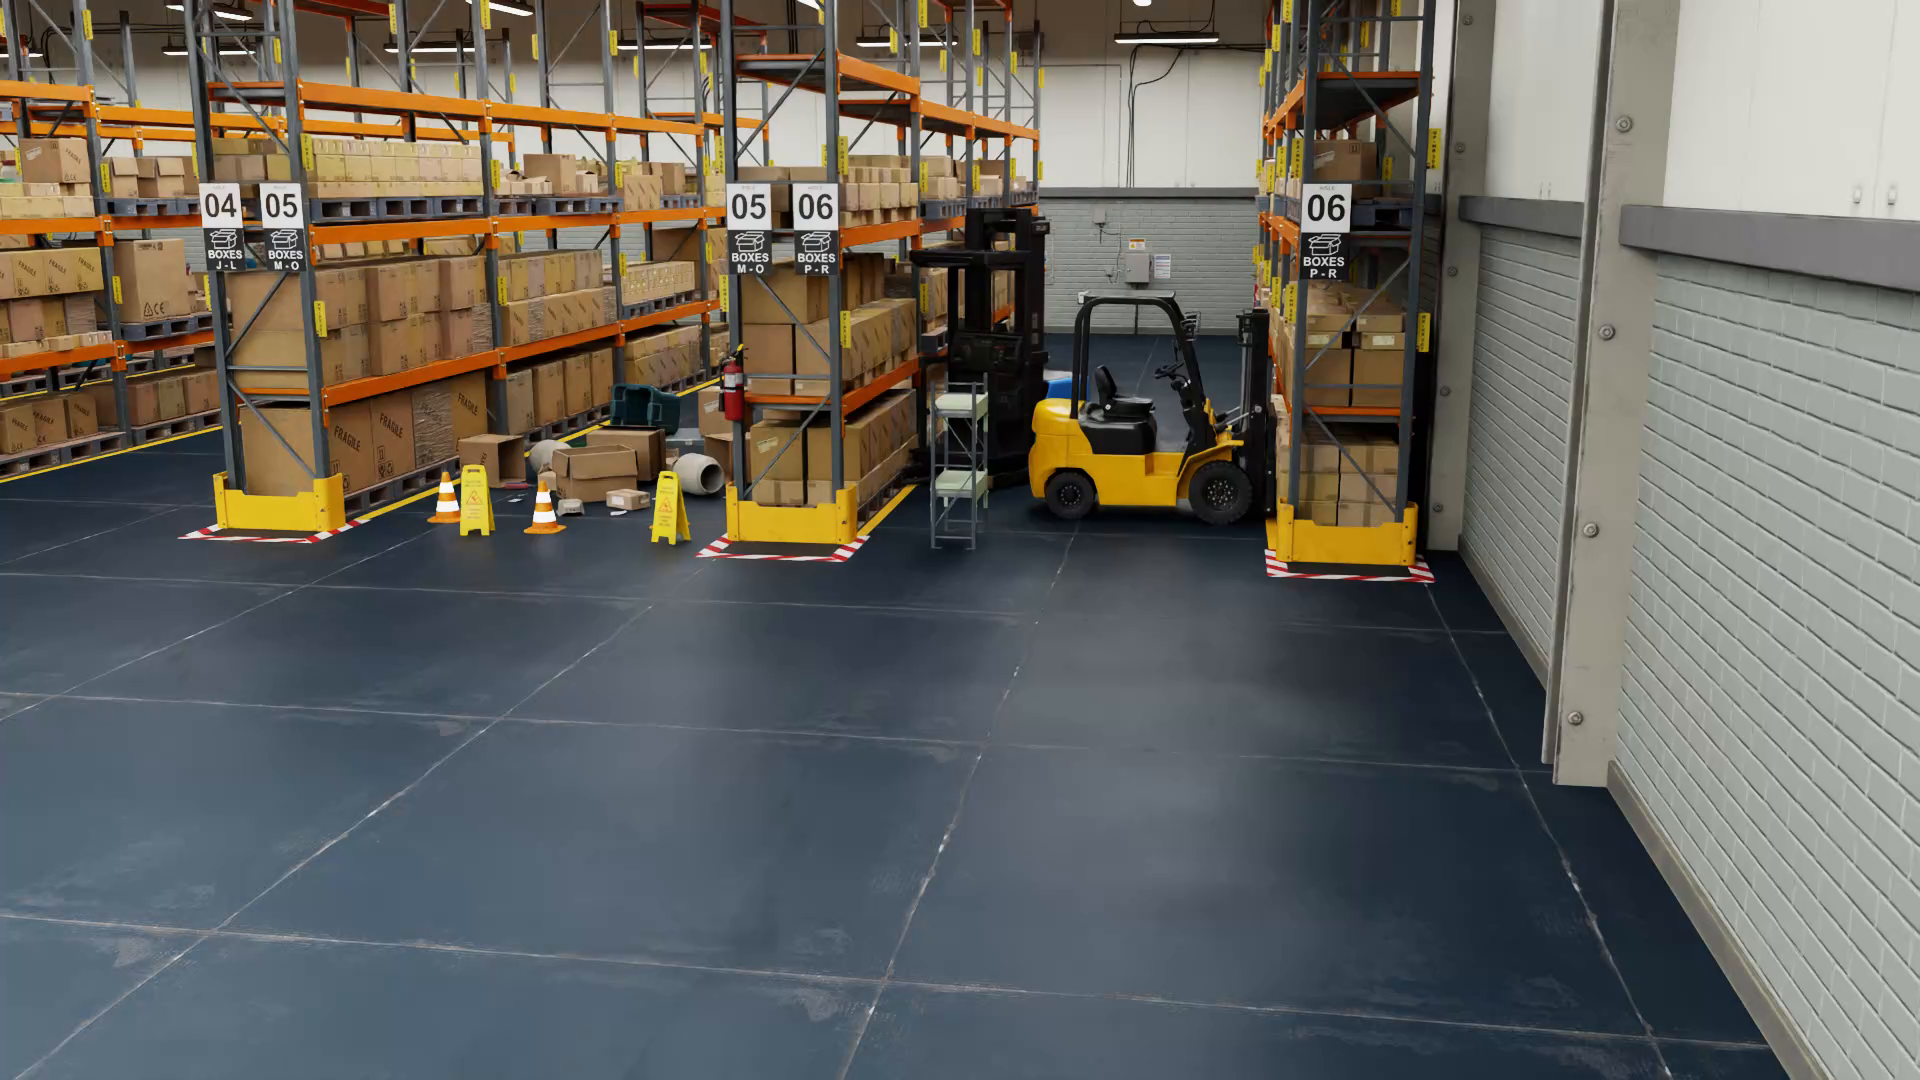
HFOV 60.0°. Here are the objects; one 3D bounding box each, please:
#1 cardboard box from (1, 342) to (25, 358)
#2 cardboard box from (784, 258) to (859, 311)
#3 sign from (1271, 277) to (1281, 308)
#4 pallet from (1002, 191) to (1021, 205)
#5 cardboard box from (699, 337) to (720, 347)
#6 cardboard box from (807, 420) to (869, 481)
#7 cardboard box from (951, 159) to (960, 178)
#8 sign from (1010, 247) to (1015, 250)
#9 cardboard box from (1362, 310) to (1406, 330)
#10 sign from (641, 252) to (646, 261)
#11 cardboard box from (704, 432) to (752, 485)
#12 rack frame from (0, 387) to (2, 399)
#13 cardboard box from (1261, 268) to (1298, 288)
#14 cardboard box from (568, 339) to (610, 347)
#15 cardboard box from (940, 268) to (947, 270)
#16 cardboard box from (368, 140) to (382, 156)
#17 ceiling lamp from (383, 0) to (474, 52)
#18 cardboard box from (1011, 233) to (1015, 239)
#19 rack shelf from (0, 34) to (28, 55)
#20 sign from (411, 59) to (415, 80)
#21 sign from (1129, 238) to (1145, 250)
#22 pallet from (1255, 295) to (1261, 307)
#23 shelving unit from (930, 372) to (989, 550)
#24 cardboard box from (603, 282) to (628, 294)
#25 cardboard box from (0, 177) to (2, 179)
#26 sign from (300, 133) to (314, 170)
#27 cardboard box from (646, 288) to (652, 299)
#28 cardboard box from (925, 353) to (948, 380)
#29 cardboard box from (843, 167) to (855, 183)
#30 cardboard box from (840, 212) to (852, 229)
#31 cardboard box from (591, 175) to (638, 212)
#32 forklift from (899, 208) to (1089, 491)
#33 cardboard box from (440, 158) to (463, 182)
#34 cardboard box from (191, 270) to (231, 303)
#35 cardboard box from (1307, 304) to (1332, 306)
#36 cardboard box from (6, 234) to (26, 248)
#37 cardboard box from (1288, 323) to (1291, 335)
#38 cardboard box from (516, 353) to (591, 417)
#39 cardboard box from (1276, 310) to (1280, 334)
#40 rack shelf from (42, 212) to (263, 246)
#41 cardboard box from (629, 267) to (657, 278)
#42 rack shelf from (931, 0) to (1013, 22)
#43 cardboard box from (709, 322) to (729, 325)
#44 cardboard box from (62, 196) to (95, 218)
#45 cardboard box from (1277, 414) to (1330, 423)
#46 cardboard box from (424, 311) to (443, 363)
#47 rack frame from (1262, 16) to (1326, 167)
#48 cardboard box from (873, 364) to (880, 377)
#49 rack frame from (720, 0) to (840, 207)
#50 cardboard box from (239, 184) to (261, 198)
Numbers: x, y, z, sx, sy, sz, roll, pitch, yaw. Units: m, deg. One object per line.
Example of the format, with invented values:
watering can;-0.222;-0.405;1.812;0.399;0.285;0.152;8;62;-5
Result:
cardboard box;-10.720;-2.128;18.603;0.380;0.149;0.250;2;12;9
cardboard box;-1.417;-2.574;16.757;0.700;0.500;0.500;2;12;8
sign;3.427;-2.679;18.001;0.100;0.325;0.005;2;12;9
pallet;0.426;-5.554;26.994;1.003;0.211;1.213;2;12;9
cardboard box;-4.258;-3.324;27.911;0.380;0.149;0.250;3;12;11
cardboard box;-1.155;-0.855;15.848;0.500;0.500;0.500;1;12;7
cardboard box;-0.416;-4.934;22.664;0.797;0.503;0.637;1;12;5
sign;0.828;-4.473;26.326;0.100;0.325;0.005;2;12;9
cardboard box;3.715;-1.931;14.608;0.380;0.149;0.250;2;12;11
sign;-5.154;-4.540;27.142;0.100;0.325;0.005;2;12;9
cardboard box;-2.450;-0.897;18.217;0.500;0.500;0.500;-10;16;-40
rack frame;-15.011;-3.610;24.883;1.000;3.000;0.127;2;12;9
cardboard box;4.648;-3.570;23.455;0.797;0.503;0.637;2;12;7
cardboard box;-5.386;-2.769;24.135;0.500;0.250;0.500;2;12;7
cardboard box;-0.351;-3.098;20.566;0.500;0.500;0.500;1;12;6
cardboard box;-5.939;-3.861;16.396;0.380;0.149;0.250;2;12;8
ceiling lamp;-10.880;-11.539;33.578;2.000;3.185;0.800;2;12;9
cardboard box;0.715;-5.032;27.328;0.380;0.149;0.250;2;12;8
rack shelf;-18.982;-9.226;30.521;1.077;0.370;4.000;2;12;9
sign;-8.964;-7.696;27.193;0.100;0.325;0.005;2;12;9
sign;3.780;-6.319;35.491;0.339;0.242;0.001;2;12;9
pallet;4.964;-3.545;25.034;1.003;0.211;1.213;2;12;9
shelving unit;-0.001;-0.732;15.086;0.431;1.500;0.755;2;12;9
cardboard box;-4.959;-3.590;23.683;0.380;0.149;0.250;2;12;11
cardboard box;-18.578;-6.855;31.988;0.500;0.250;0.500;2;12;9
sign;-5.915;-3.516;15.062;0.100;0.325;0.005;2;12;9
cardboard box;-4.803;-3.661;24.717;0.380;0.149;0.250;2;12;11
cardboard box;-0.137;-2.437;23.483;0.875;0.875;0.875;2;12;8
cardboard box;-1.177;-3.367;15.338;0.380;0.149;0.250;2;12;9
cardboard box;-1.184;-2.866;14.903;0.380;0.149;0.250;2;12;9
cardboard box;-4.881;-4.894;23.480;0.500;0.500;0.500;2;12;9
forklift;0.151;-2.074;17.918;1.130;2.935;3.031;10;16;38
cardboard box;-5.747;-4.012;18.043;0.500;0.250;0.500;2;12;8
cardboard box;-10.148;-3.471;23.002;0.700;0.500;0.500;4;13;17
cardboard box;3.259;-2.111;15.443;0.380;0.149;0.250;2;12;10
cardboard box;-18.548;-5.768;32.284;0.500;0.500;0.500;2;12;10
cardboard box;3.299;-2.019;15.719;0.380;0.149;0.250;2;12;9
cardboard box;-5.546;-2.068;22.068;1.050;0.750;0.750;2;12;10
cardboard box;3.788;-2.418;18.518;0.500;0.250;0.500;2;12;7
rack shelf;-10.425;-4.148;21.966;1.077;0.370;4.000;2;12;9
cardboard box;-4.769;-4.005;24.902;0.380;0.149;0.250;2;12;10
rack shelf;-0.018;-7.751;23.674;1.077;0.370;4.000;2;12;9
cardboard box;-4.418;-3.938;30.761;0.380;0.149;0.250;1;12;6
cardboard box;-10.545;-3.907;19.495;0.500;0.250;0.500;2;12;11
cardboard box;3.338;-1.076;16.282;0.500;0.250;0.500;2;12;8
cardboard box;-6.154;-2.208;18.019;0.875;0.550;0.550;2;12;9
rack frame;5.810;-7.567;29.001;1.000;3.000;0.127;2;12;9
cardboard box;-1.011;-1.728;16.742;0.380;0.149;0.250;2;12;7
rack frame;-1.556;-4.396;14.289;1.000;3.000;0.127;2;12;9
cardboard box;-6.746;-3.281;15.595;0.380;0.149;0.250;2;12;9
